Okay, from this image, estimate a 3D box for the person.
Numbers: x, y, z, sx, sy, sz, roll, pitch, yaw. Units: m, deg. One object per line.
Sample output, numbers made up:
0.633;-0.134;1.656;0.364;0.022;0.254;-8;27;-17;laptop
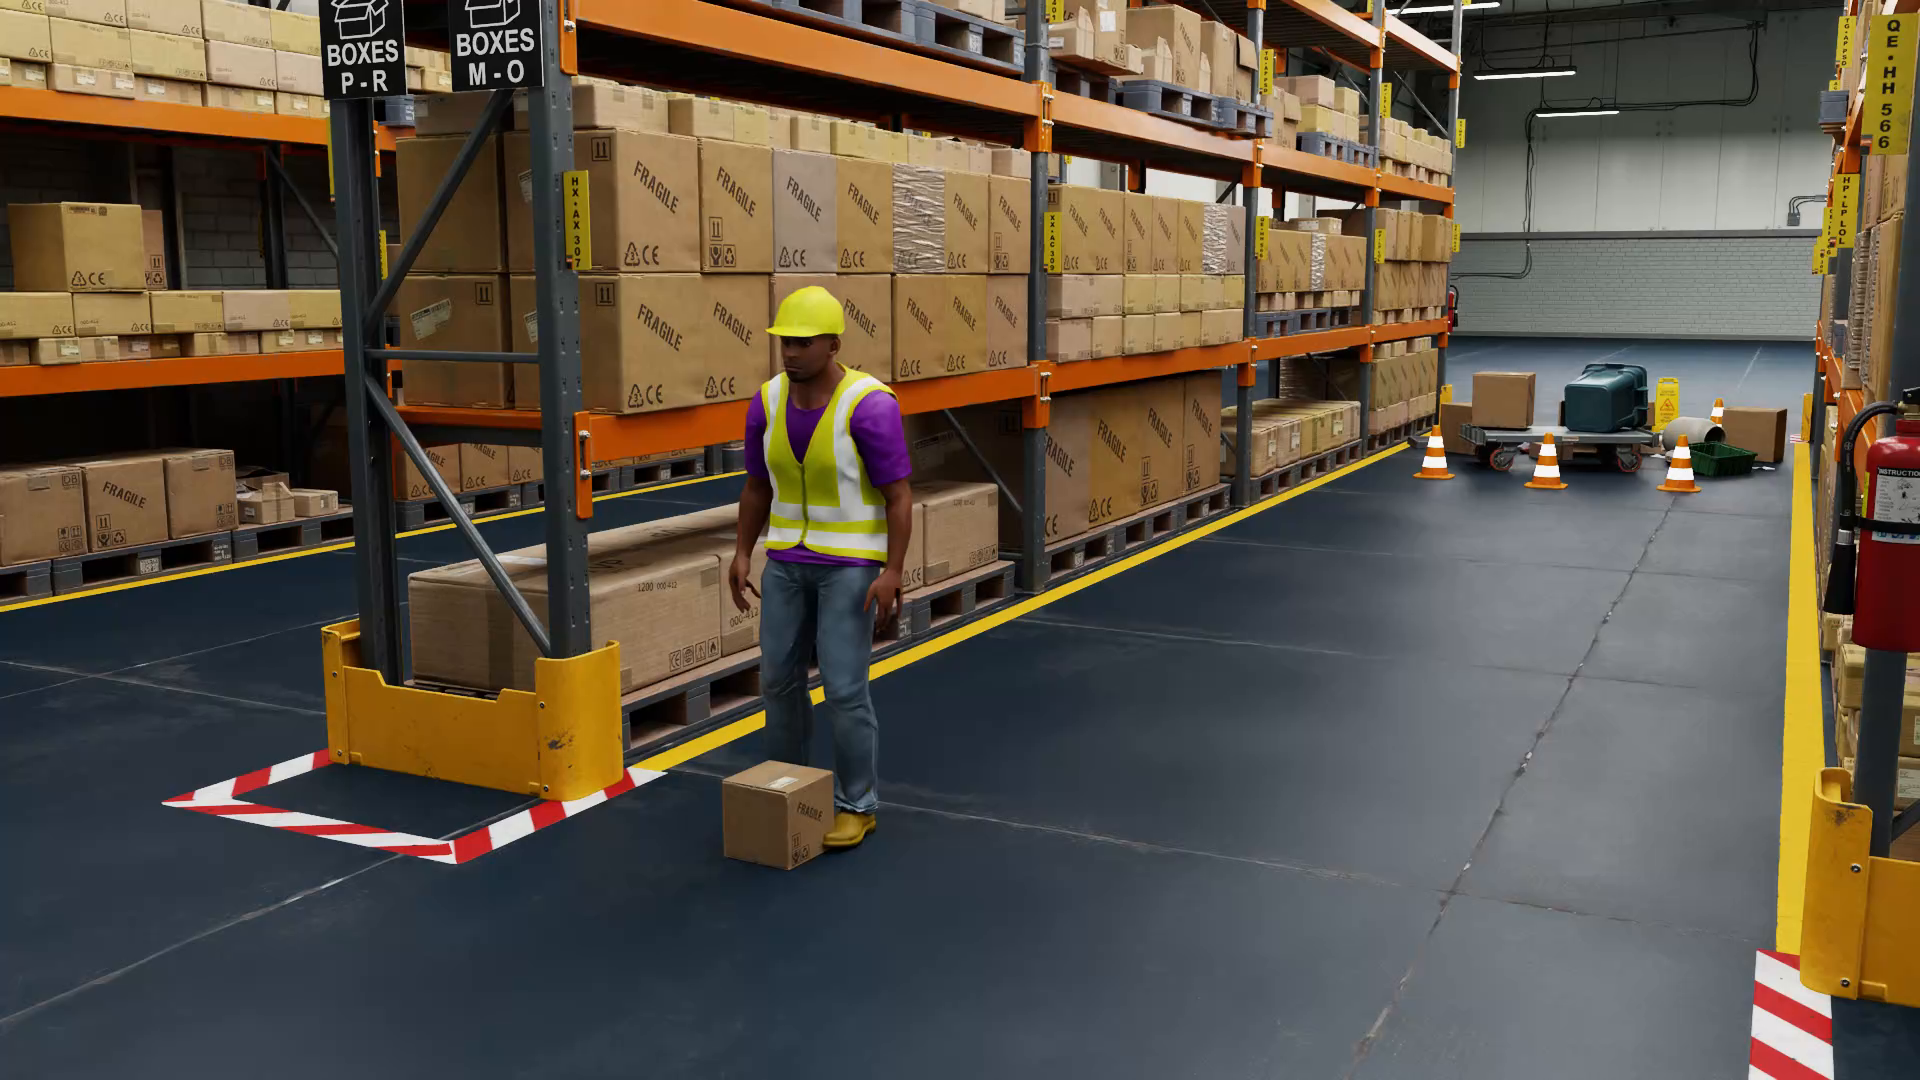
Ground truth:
-0.450;0.084;5.279;0.637;1.760;0.455;5;10;29;person
